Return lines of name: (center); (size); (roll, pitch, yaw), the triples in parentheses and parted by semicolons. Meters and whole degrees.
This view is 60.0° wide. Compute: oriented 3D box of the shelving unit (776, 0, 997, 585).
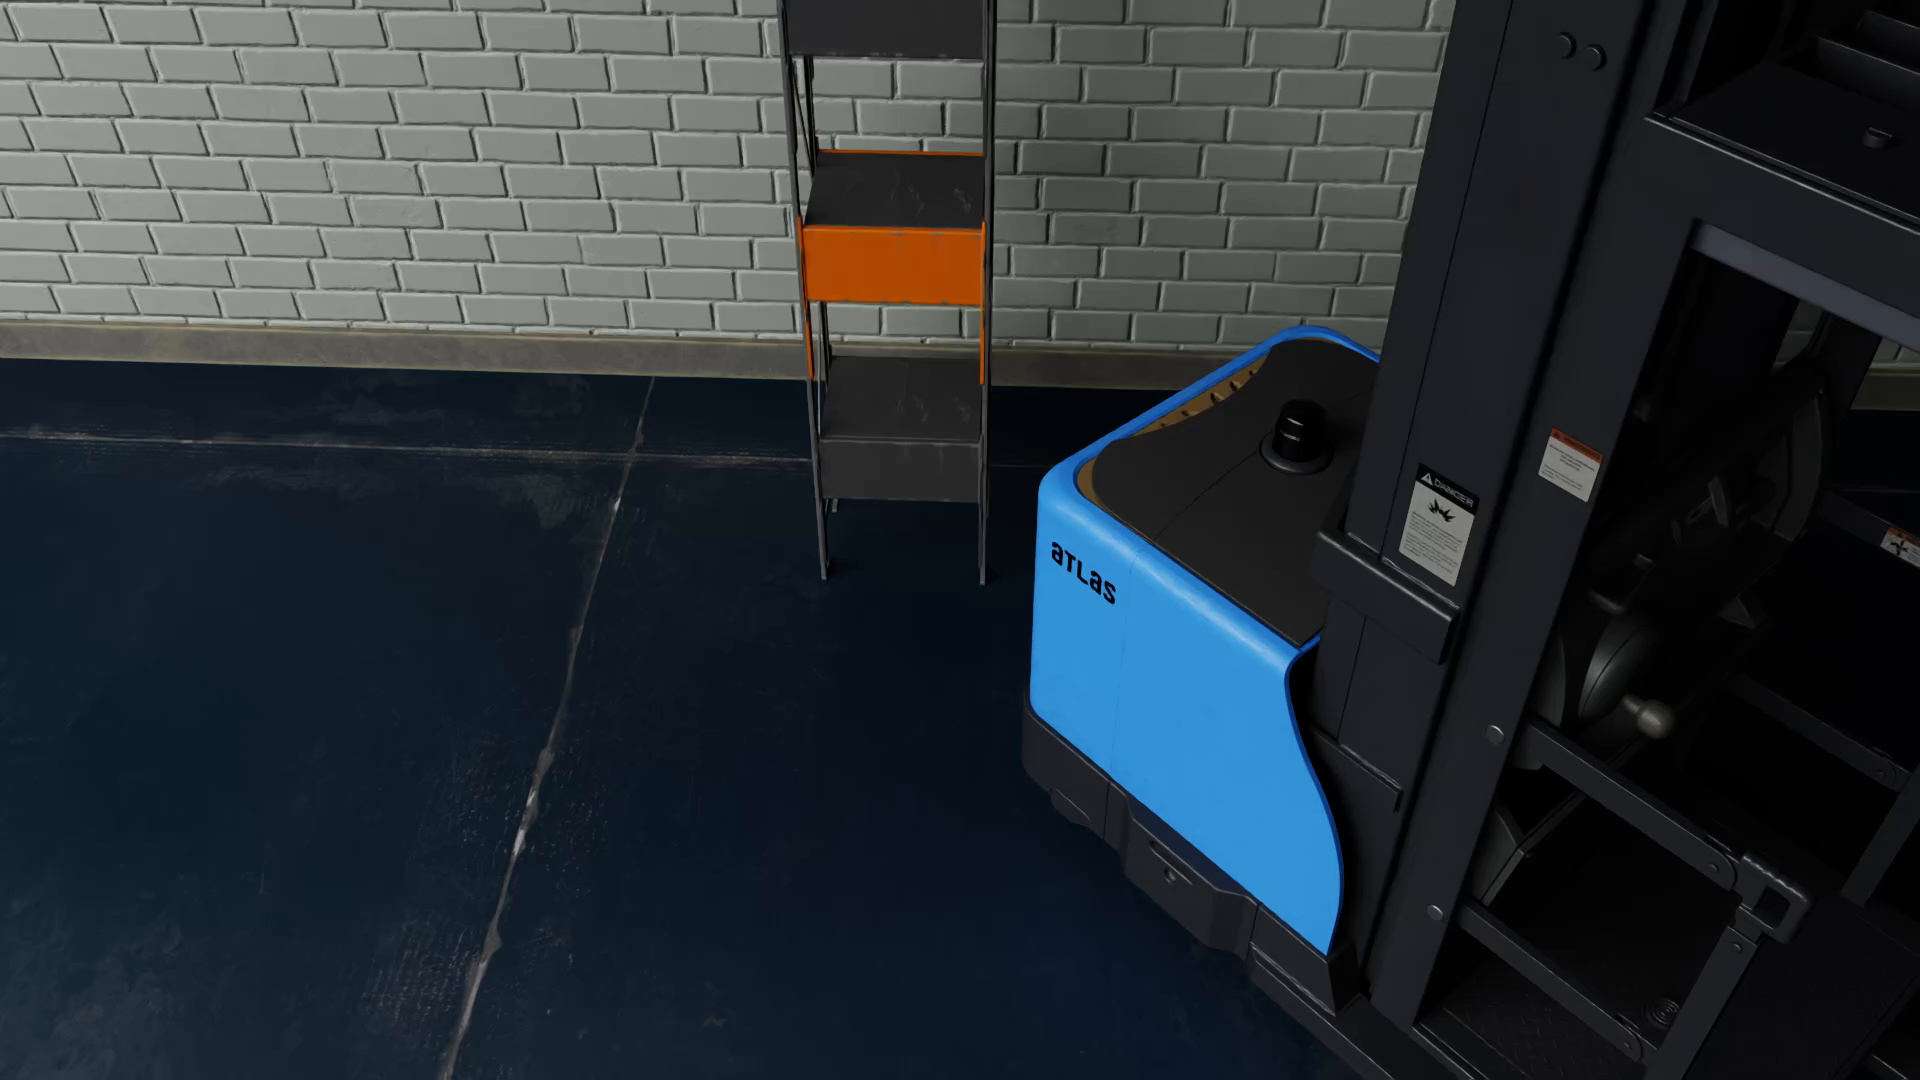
shelving unit: (-0.165, -0.773, 4.540); (0.503, 2.100, 0.431); (2, 43, 2)

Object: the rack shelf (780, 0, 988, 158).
rack shelf: (-0.165, -1.276, 4.072); (0.480, 0.518, 0.431); (2, 43, 2)

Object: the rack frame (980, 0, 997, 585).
rack frame: (0.078, -0.766, 4.532); (0.015, 2.100, 0.400); (2, 43, 2)

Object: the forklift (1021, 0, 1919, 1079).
forklift: (1.515, 0.103, 2.989); (1.130, 2.935, 3.031); (-31, 51, -29)

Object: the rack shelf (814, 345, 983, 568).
rack shelf: (-0.165, -0.251, 5.026); (0.480, 0.518, 0.431); (2, 43, 2)

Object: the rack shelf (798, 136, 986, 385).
rack shelf: (-0.165, -0.763, 4.549); (0.480, 0.518, 0.431); (2, 43, 2)

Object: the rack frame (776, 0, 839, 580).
rack frame: (-0.409, -0.781, 4.548); (0.015, 2.100, 0.400); (2, 43, 2)
